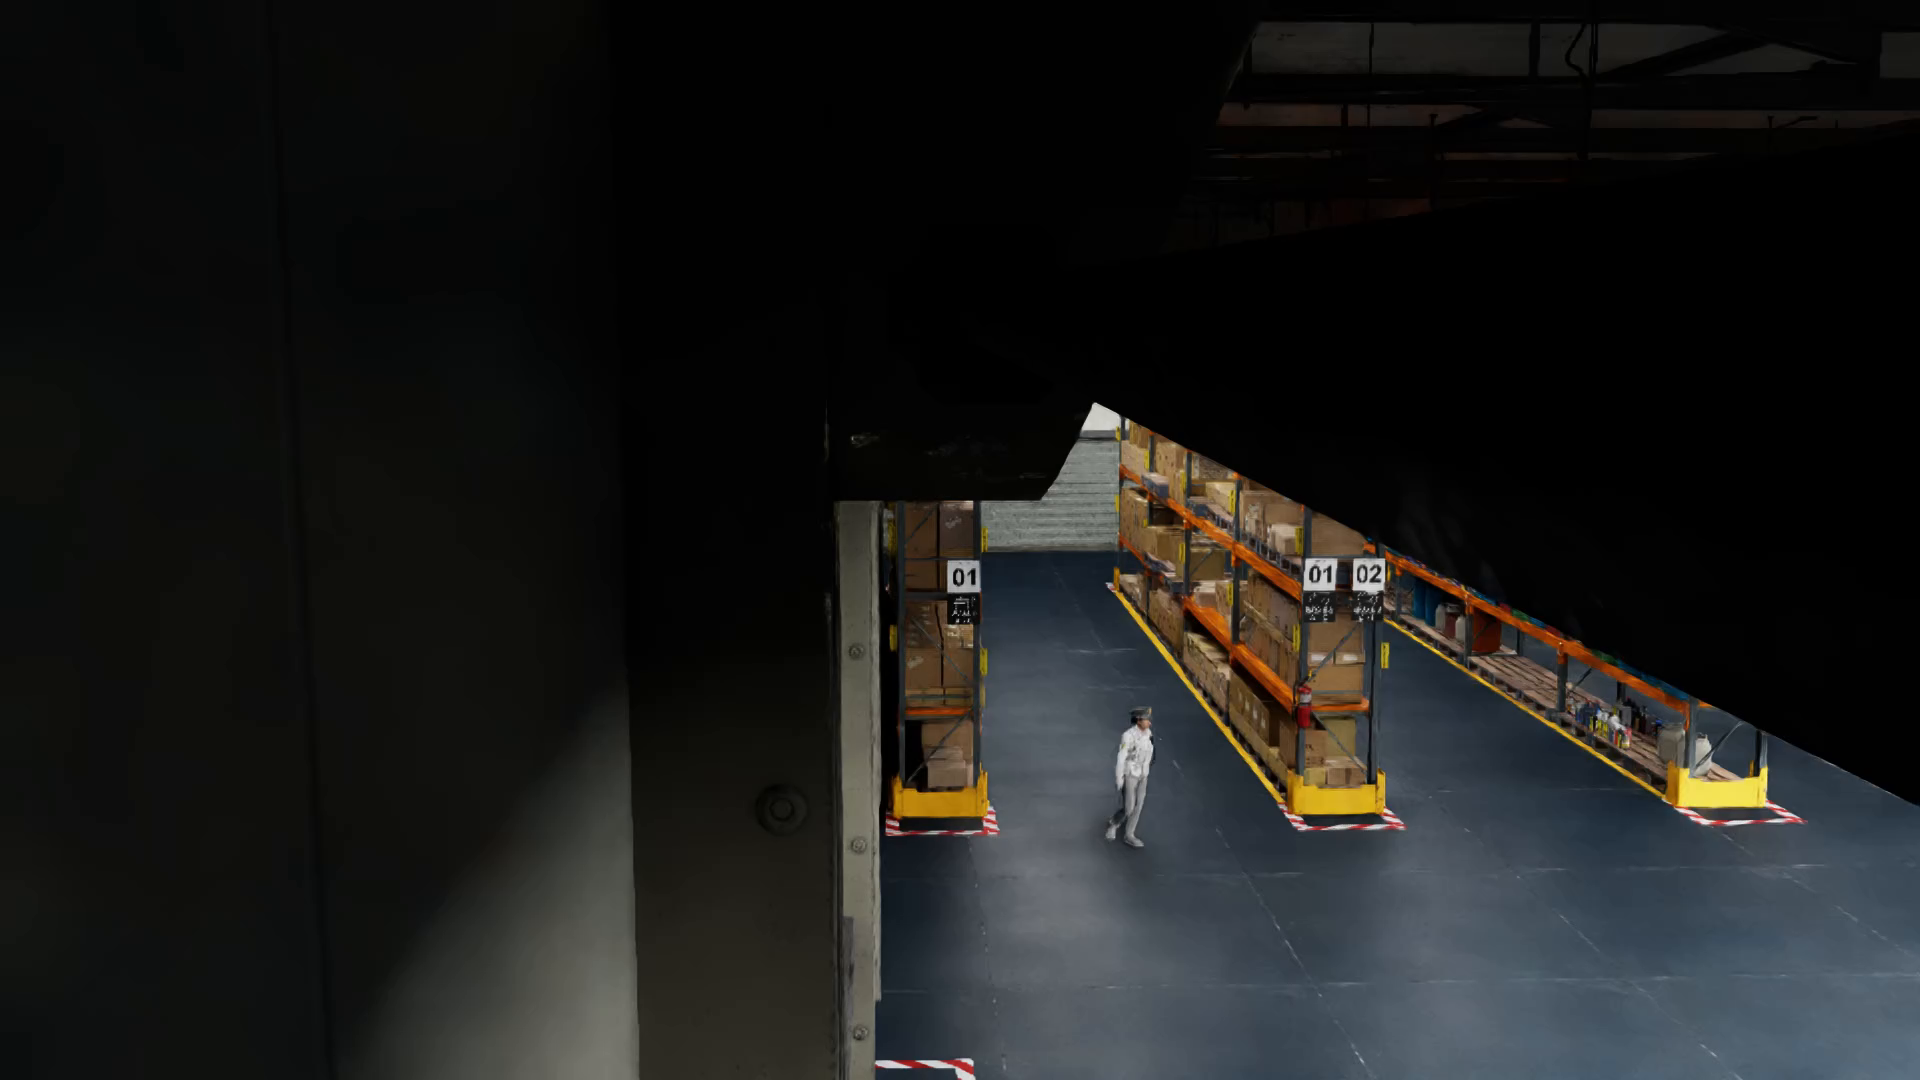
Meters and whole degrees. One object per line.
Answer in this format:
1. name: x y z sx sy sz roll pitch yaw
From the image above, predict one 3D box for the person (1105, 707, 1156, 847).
1. person: 1.987 2.735 19.388 0.538 1.668 0.517 -7 11 -39
